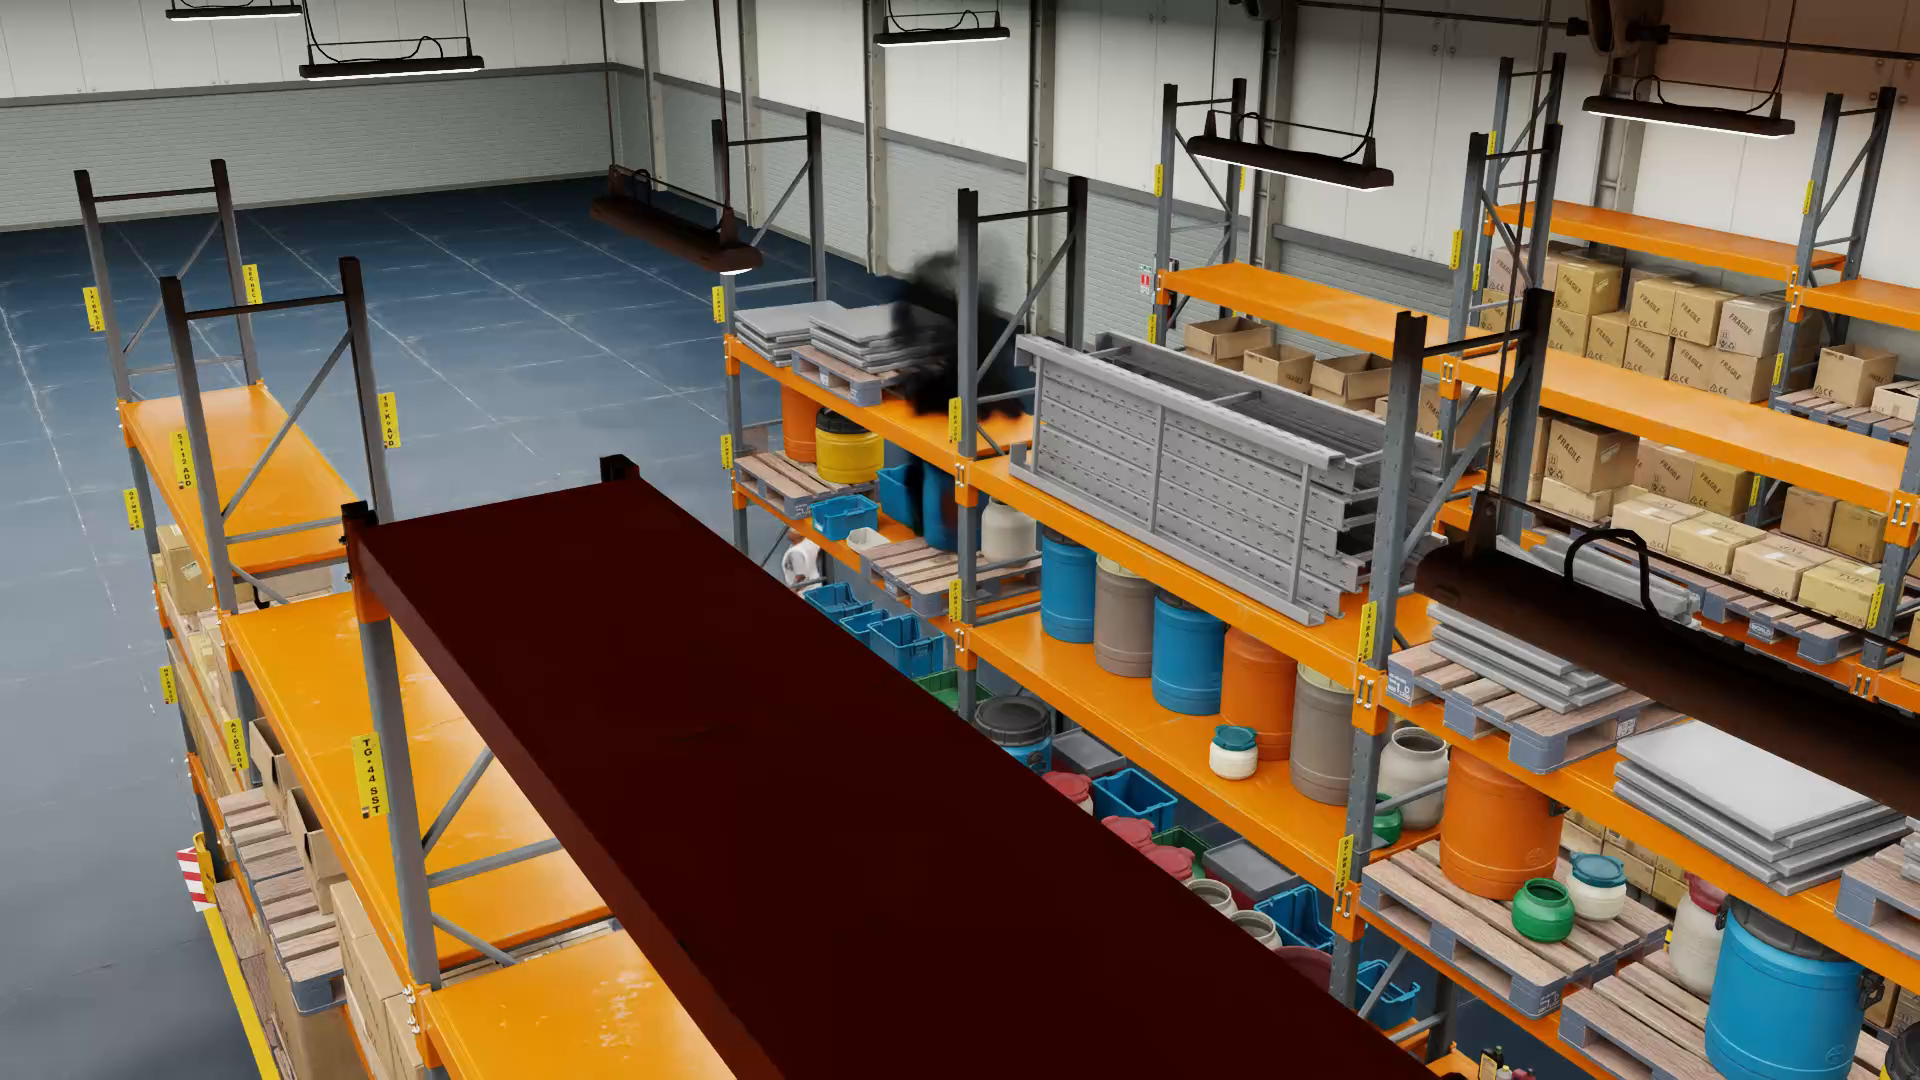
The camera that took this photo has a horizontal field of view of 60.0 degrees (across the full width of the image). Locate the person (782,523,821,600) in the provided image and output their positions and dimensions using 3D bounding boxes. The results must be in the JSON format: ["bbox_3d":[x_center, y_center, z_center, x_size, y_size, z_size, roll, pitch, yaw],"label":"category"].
[{"bbox_3d":[-1.677,0.540,17.770,0.743,1.740,0.729,7,23,17],"label":"person"}]
